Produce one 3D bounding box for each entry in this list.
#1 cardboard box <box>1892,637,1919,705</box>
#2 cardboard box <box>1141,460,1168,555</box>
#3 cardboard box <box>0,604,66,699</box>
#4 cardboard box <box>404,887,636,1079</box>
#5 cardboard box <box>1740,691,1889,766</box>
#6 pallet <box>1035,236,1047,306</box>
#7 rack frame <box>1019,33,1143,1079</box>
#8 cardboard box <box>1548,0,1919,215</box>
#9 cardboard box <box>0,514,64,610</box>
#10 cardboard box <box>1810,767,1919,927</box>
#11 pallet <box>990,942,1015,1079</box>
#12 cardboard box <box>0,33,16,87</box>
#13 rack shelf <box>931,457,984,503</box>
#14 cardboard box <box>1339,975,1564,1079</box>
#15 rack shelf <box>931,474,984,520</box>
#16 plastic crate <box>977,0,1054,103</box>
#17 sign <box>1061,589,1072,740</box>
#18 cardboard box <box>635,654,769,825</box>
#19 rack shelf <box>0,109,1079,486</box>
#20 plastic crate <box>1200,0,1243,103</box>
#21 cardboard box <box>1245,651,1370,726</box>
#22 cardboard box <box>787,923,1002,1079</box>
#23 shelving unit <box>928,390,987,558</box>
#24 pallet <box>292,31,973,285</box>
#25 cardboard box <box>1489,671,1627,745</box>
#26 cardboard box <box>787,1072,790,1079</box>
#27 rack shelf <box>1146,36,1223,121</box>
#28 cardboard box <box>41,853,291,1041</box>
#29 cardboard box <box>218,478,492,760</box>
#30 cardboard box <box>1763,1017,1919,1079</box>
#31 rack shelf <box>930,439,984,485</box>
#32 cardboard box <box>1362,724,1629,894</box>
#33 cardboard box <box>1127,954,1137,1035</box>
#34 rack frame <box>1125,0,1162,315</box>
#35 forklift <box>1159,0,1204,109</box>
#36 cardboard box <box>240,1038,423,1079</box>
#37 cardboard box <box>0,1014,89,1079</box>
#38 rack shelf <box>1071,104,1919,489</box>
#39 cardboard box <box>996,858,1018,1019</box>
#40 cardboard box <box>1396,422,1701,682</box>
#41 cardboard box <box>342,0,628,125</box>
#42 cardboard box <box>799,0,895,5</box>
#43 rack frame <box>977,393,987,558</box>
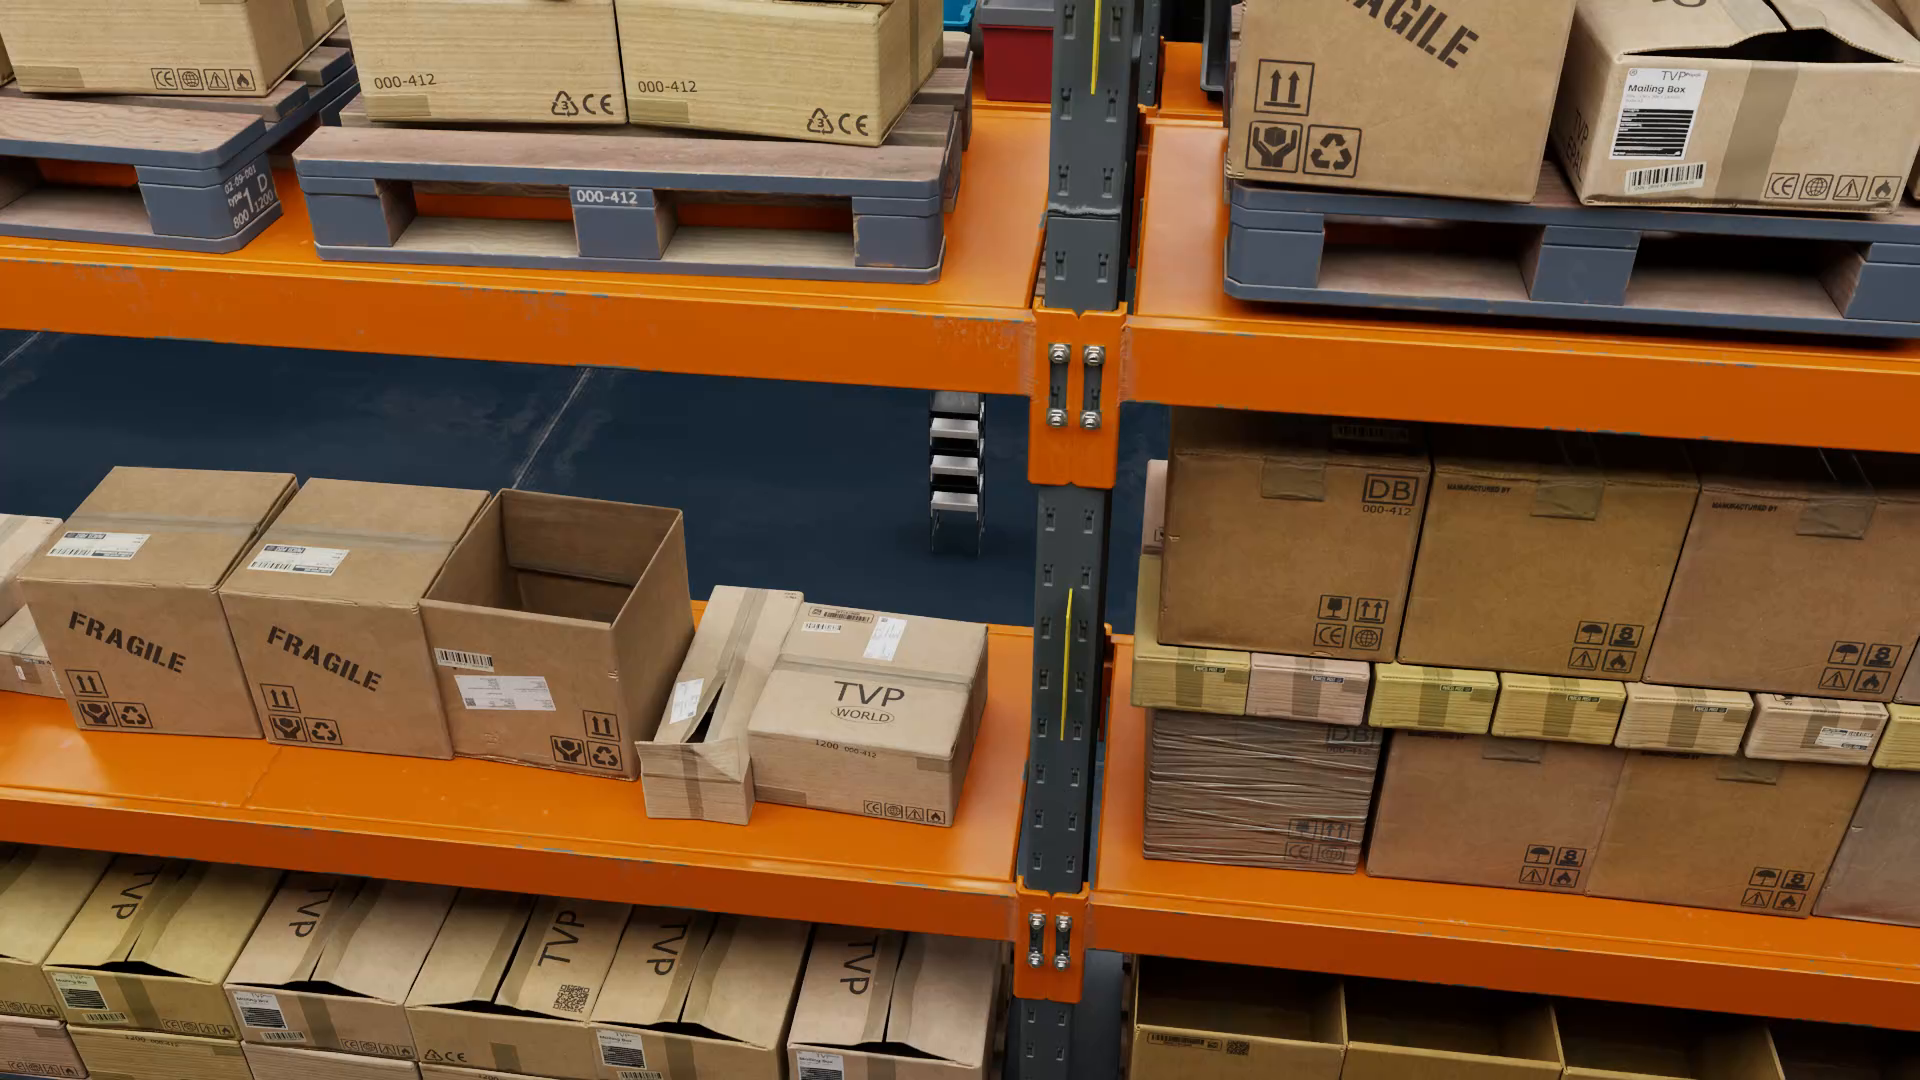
[{"bbox_3d":[2.210,-0.048,3.532,0.500,0.500,0.700,4,36,6],"label":"cardboard box"},{"bbox_3d":[0.573,-0.028,4.062,0.250,0.149,0.380,4,36,6],"label":"cardboard box"},{"bbox_3d":[-2.419,0.249,4.536,0.250,0.149,0.380,7,36,9],"label":"cardboard box"},{"bbox_3d":[-1.174,1.163,4.562,0.500,0.311,0.500,4,36,6],"label":"cardboard box"},{"bbox_3d":[1.797,0.300,3.603,0.250,0.149,0.380,3,36,5],"label":"cardboard box"},{"bbox_3d":[0.127,-1.374,8.994,1.213,0.211,1.003,4,36,6],"label":"pallet"},{"bbox_3d":[0.276,0.380,4.135,0.127,3.000,1.000,4,36,6],"label":"rack frame"},{"bbox_3d":[1.278,-0.803,2.806,0.500,0.311,0.500,2,36,3],"label":"cardboard box"},{"bbox_3d":[-2.764,0.094,4.752,0.250,0.149,0.380,4,36,6],"label":"cardboard box"},{"bbox_3d":[2.246,0.481,3.908,0.500,0.500,0.700,5,36,7],"label":"cardboard box"},{"bbox_3d":[-0.460,1.483,4.990,1.213,0.211,1.003,4,36,6],"label":"pallet"},{"bbox_3d":[-2.146,-1.168,3.490,0.500,0.250,0.500,4,36,5],"label":"cardboard box"},{"bbox_3d":[-0.008,-0.267,7.061,0.200,0.077,0.258,4,36,6],"label":"rack shelf"},{"bbox_3d":[1.193,1.271,4.247,0.500,0.500,0.500,4,36,6],"label":"cardboard box"},{"bbox_3d":[-0.008,-0.193,7.113,0.200,0.077,0.258,4,36,6],"label":"rack shelf"},{"bbox_3d":[0.391,-2.359,7.918,0.583,0.464,0.402,4,36,6],"label":"plastic crate"},{"bbox_3d":[0.217,0.255,3.382,0.005,0.325,0.100,4,36,6],"label":"sign"},{"bbox_3d":[-0.619,0.476,4.117,0.258,0.266,0.396,3,36,5],"label":"cardboard box"},{"bbox_3d":[-1.708,-0.696,3.680,4.000,0.370,1.077,4,36,6],"label":"rack shelf"},{"bbox_3d":[1.414,-2.336,7.994,0.504,0.338,0.767,4,36,6],"label":"plastic crate"},{"bbox_3d":[0.767,0.226,3.707,0.250,0.149,0.380,5,36,7],"label":"cardboard box"},{"bbox_3d":[-0.162,1.236,4.459,0.500,0.311,0.500,4,36,6],"label":"cardboard box"},{"bbox_3d":[-0.008,-0.367,6.989,0.210,0.900,0.258,4,36,6],"label":"shelving unit"},{"bbox_3d":[-0.600,-0.820,3.400,1.217,0.209,0.805,3,36,4],"label":"pallet"},{"bbox_3d":[1.283,0.262,3.656,0.250,0.149,0.380,4,36,6],"label":"cardboard box"},{"bbox_3d":[-0.674,1.427,4.674,0.500,0.250,0.500,4,36,5],"label":"cardboard box"},{"bbox_3d":[2.894,-2.033,8.135,4.000,0.370,1.077,4,36,6],"label":"rack shelf"},{"bbox_3d":[-2.182,1.086,4.670,0.500,0.311,0.500,3,36,5],"label":"cardboard box"},{"bbox_3d":[-1.503,0.198,4.305,0.500,0.500,0.500,4,36,6],"label":"cardboard box"},{"bbox_3d":[2.184,1.348,4.139,0.500,0.500,0.500,4,36,6],"label":"cardboard box"},{"bbox_3d":[-0.008,-0.340,7.009,0.200,0.077,0.258,4,36,6],"label":"rack shelf"},{"bbox_3d":[1.241,0.404,4.015,0.500,0.500,0.700,4,36,5],"label":"cardboard box"},{"bbox_3d":[0.764,1.237,4.940,0.500,0.250,0.500,4,36,6],"label":"cardboard box"},{"bbox_3d":[0.911,-2.473,8.133,0.127,3.000,1.000,4,36,6],"label":"rack frame"},{"bbox_3d":[1.121,-4.007,10.341,3.031,2.935,1.130,8,36,11],"label":"forklift"},{"bbox_3d":[-1.686,1.351,4.781,0.500,0.250,0.500,5,36,7],"label":"cardboard box"},{"bbox_3d":[-2.711,1.277,4.883,0.500,0.250,0.500,3,36,5],"label":"cardboard box"},{"bbox_3d":[2.260,-0.400,3.265,4.000,0.370,1.077,4,36,6],"label":"rack shelf"},{"bbox_3d":[-0.092,1.156,5.053,0.500,0.250,0.500,3,36,5],"label":"cardboard box"},{"bbox_3d":[1.218,-0.122,3.637,0.500,0.500,0.700,4,36,6],"label":"cardboard box"},{"bbox_3d":[-0.879,-1.041,3.311,0.500,0.250,0.500,1,36,1],"label":"cardboard box"},{"bbox_3d":[-0.331,-1.324,3.063,0.500,0.500,0.500,5,36,7],"label":"cardboard box"},{"bbox_3d":[0.093,-0.359,6.979,0.006,0.900,0.240,4,36,6],"label":"rack frame"}]
